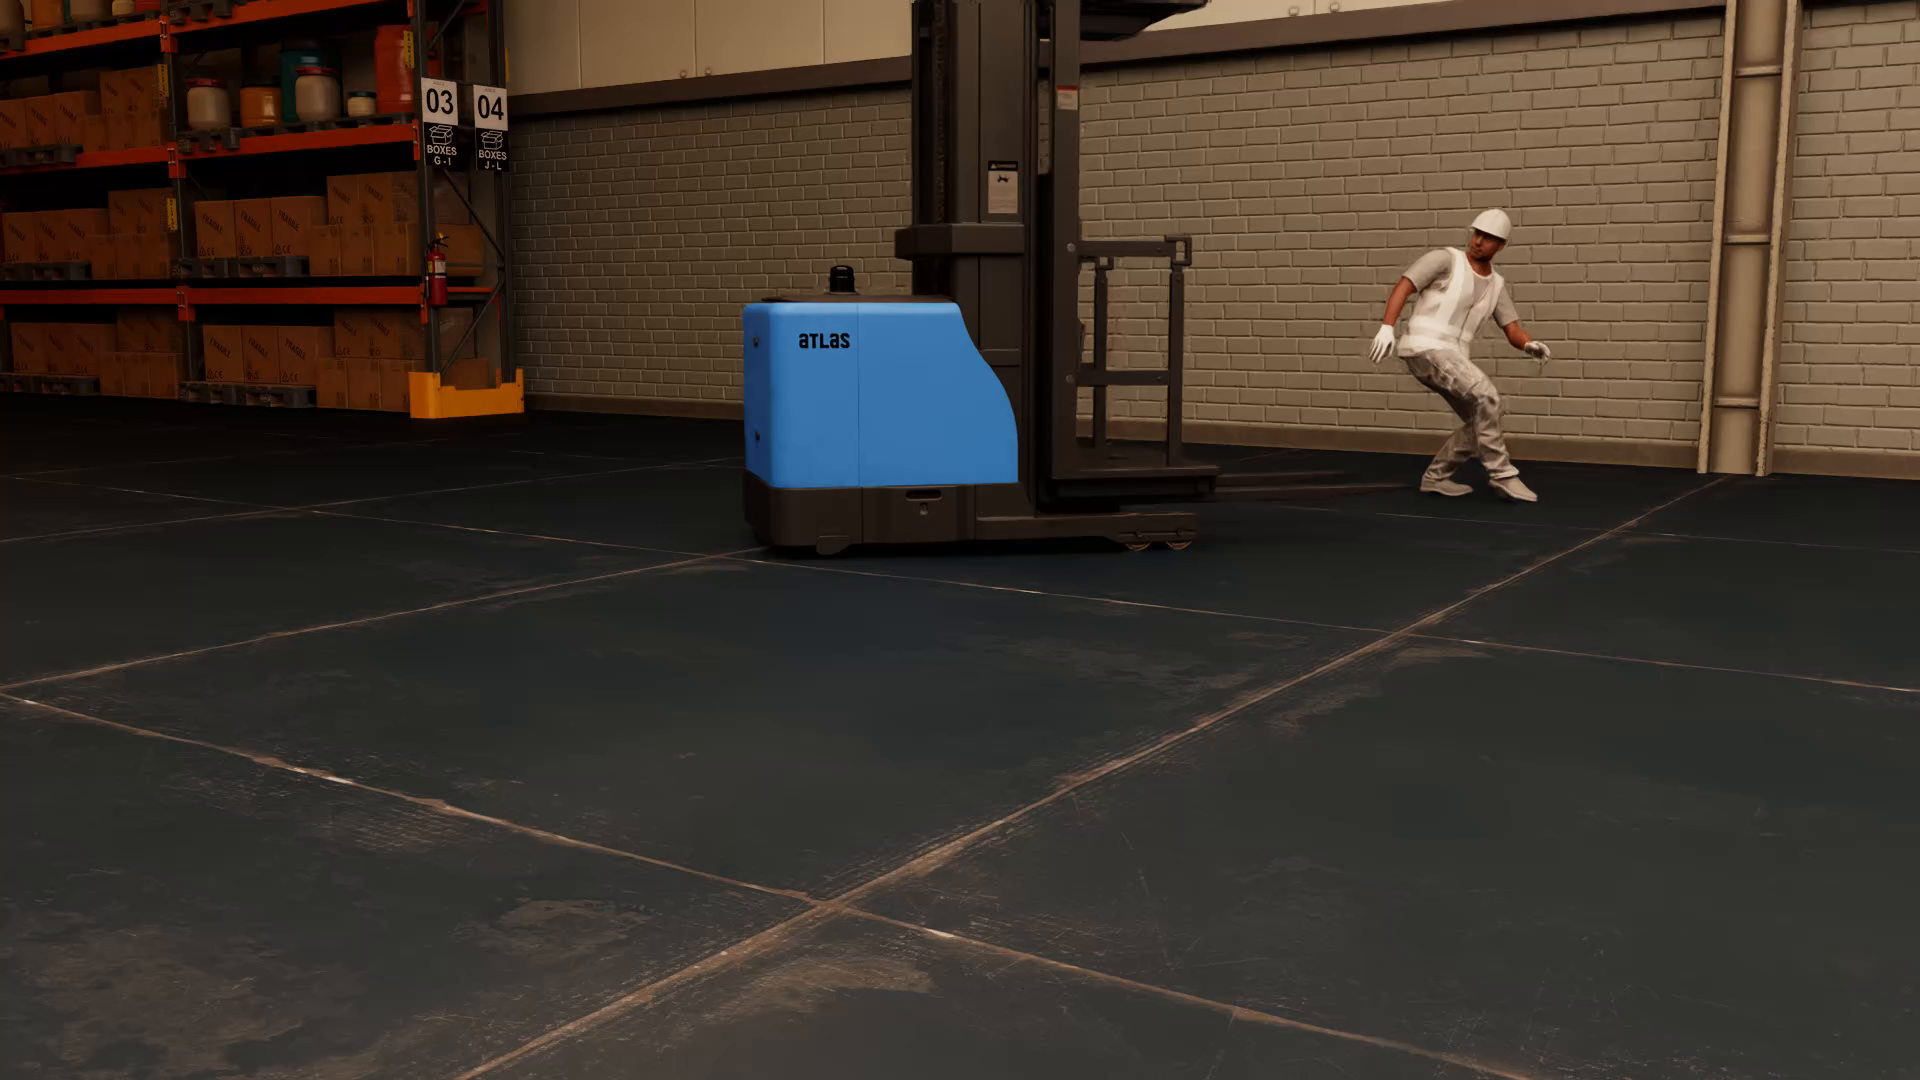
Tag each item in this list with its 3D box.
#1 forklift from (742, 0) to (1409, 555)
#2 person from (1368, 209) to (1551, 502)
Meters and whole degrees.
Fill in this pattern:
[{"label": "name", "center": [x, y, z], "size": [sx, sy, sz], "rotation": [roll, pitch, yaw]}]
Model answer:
[{"label": "forklift", "center": [0.558, -1.475, 7.565], "size": [3.031, 2.935, 1.130], "rotation": [-2, 8, -14]}, {"label": "person", "center": [2.783, -1.006, 9.098], "size": [0.797, 1.589, 0.827], "rotation": [-7, 11, -42]}]
